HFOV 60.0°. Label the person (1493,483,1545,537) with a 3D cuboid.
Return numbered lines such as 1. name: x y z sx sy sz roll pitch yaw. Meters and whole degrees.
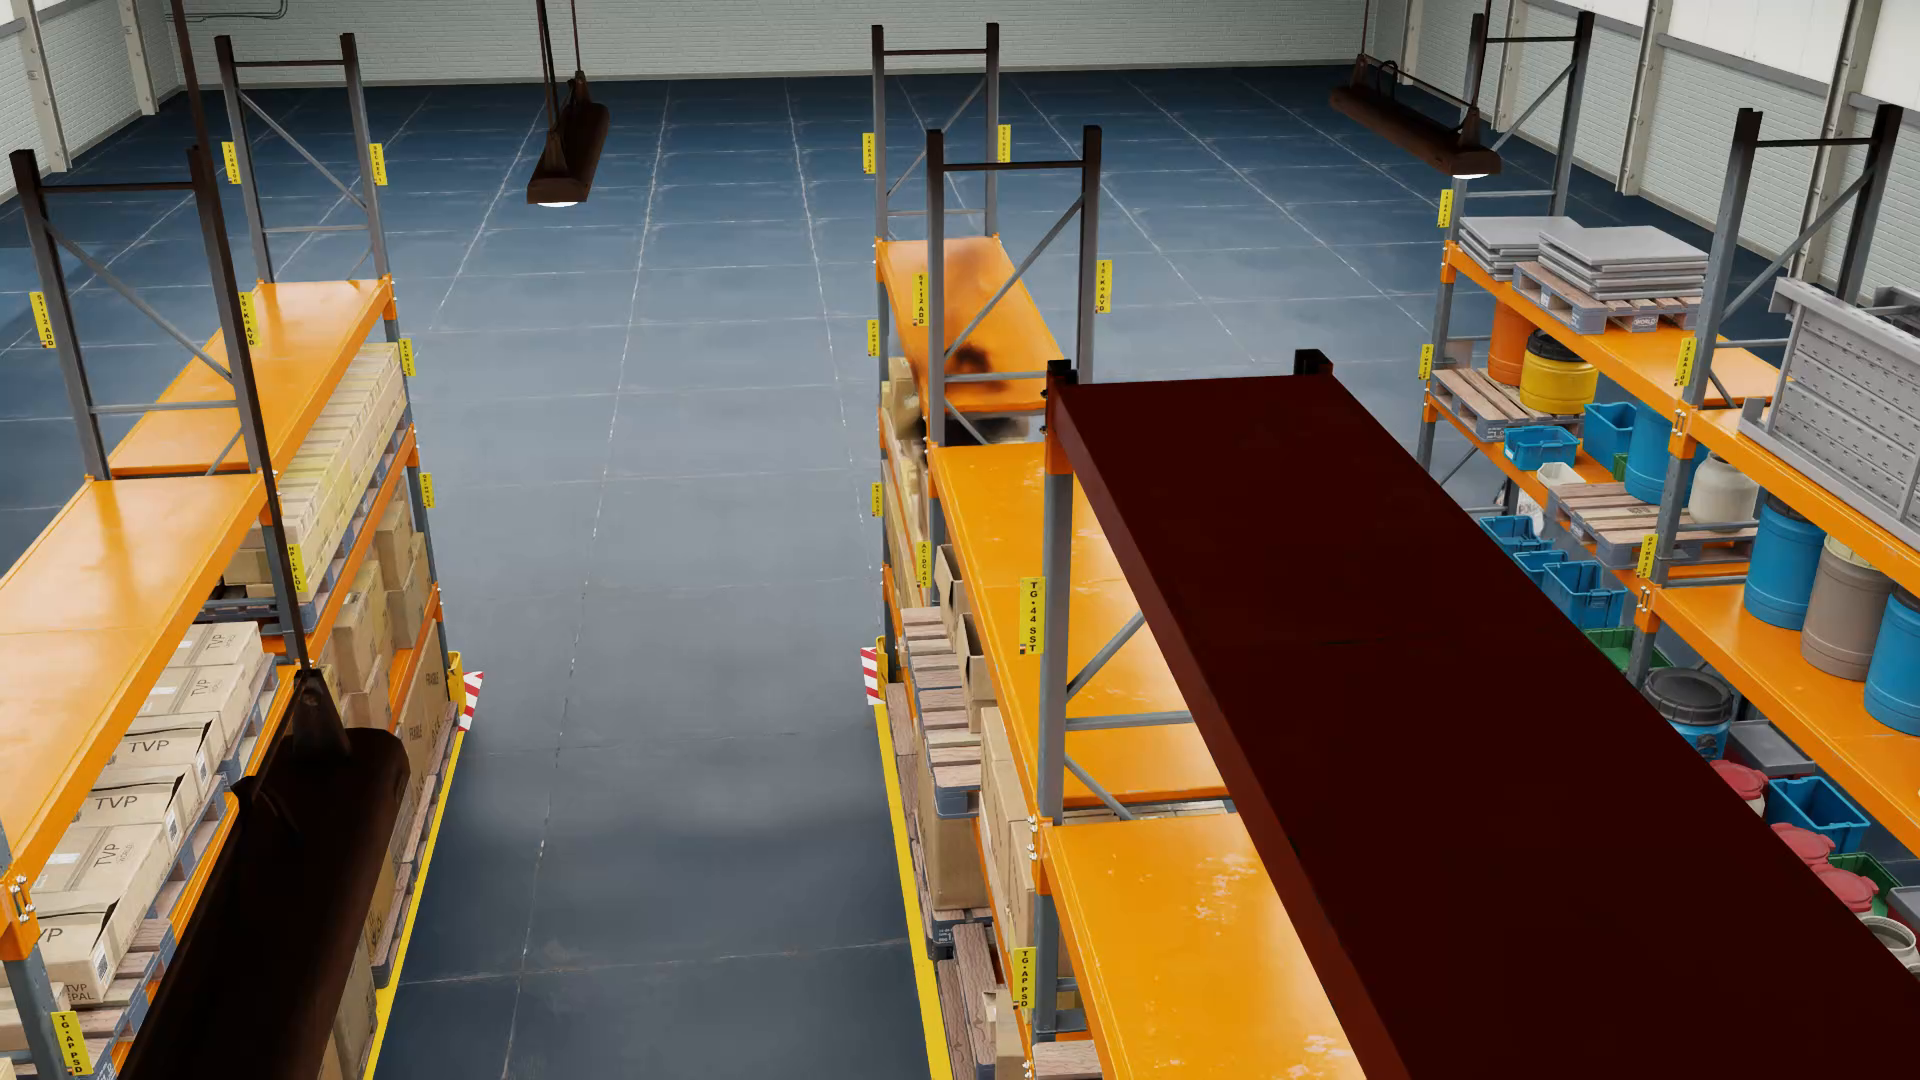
1. person: 5.609 -0.073 16.664 0.699 1.804 0.896 -16 30 -29
